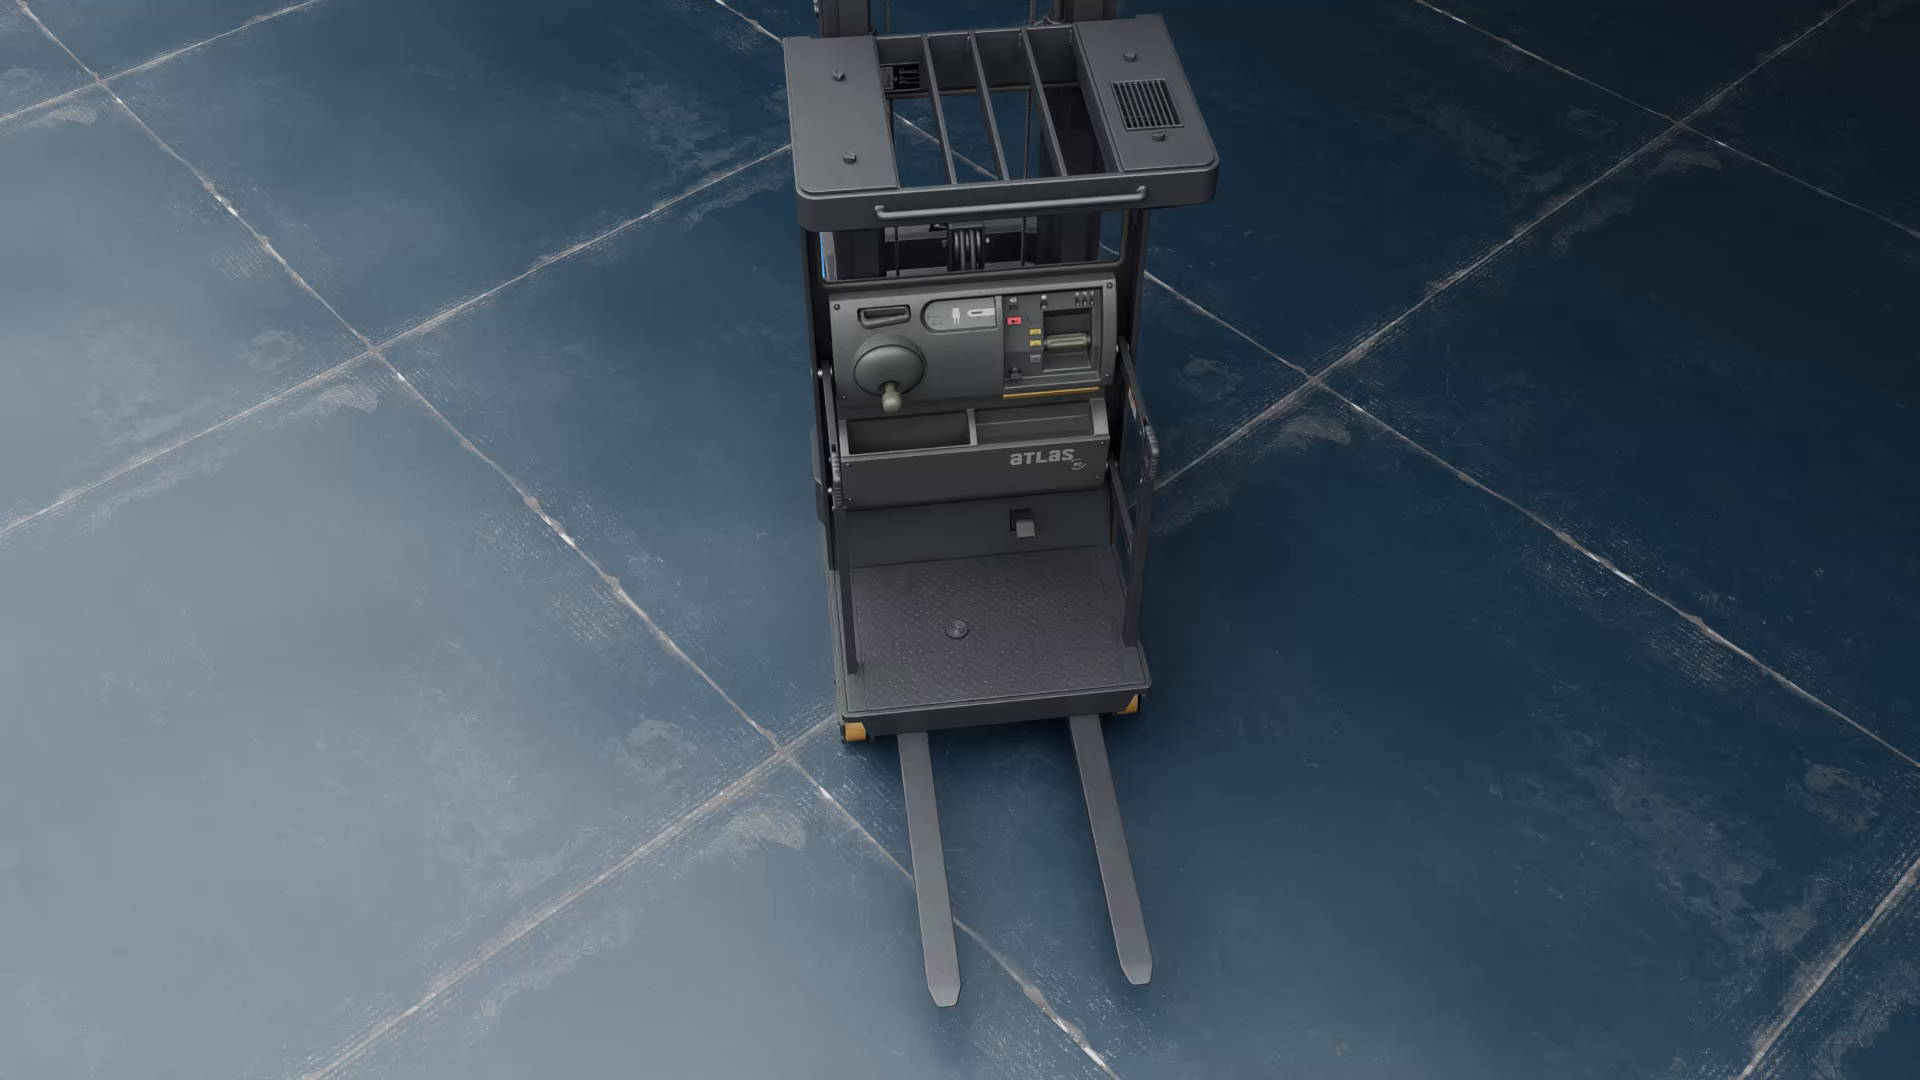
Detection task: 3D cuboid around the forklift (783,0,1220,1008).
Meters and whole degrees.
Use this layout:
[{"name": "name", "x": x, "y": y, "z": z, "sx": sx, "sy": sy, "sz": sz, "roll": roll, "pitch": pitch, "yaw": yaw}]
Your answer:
[{"name": "forklift", "x": 0.076, "y": -0.538, "z": 5.253, "sx": 1.130, "sy": 2.935, "sz": 3.031, "roll": -5, "pitch": 48, "yaw": -5}]
